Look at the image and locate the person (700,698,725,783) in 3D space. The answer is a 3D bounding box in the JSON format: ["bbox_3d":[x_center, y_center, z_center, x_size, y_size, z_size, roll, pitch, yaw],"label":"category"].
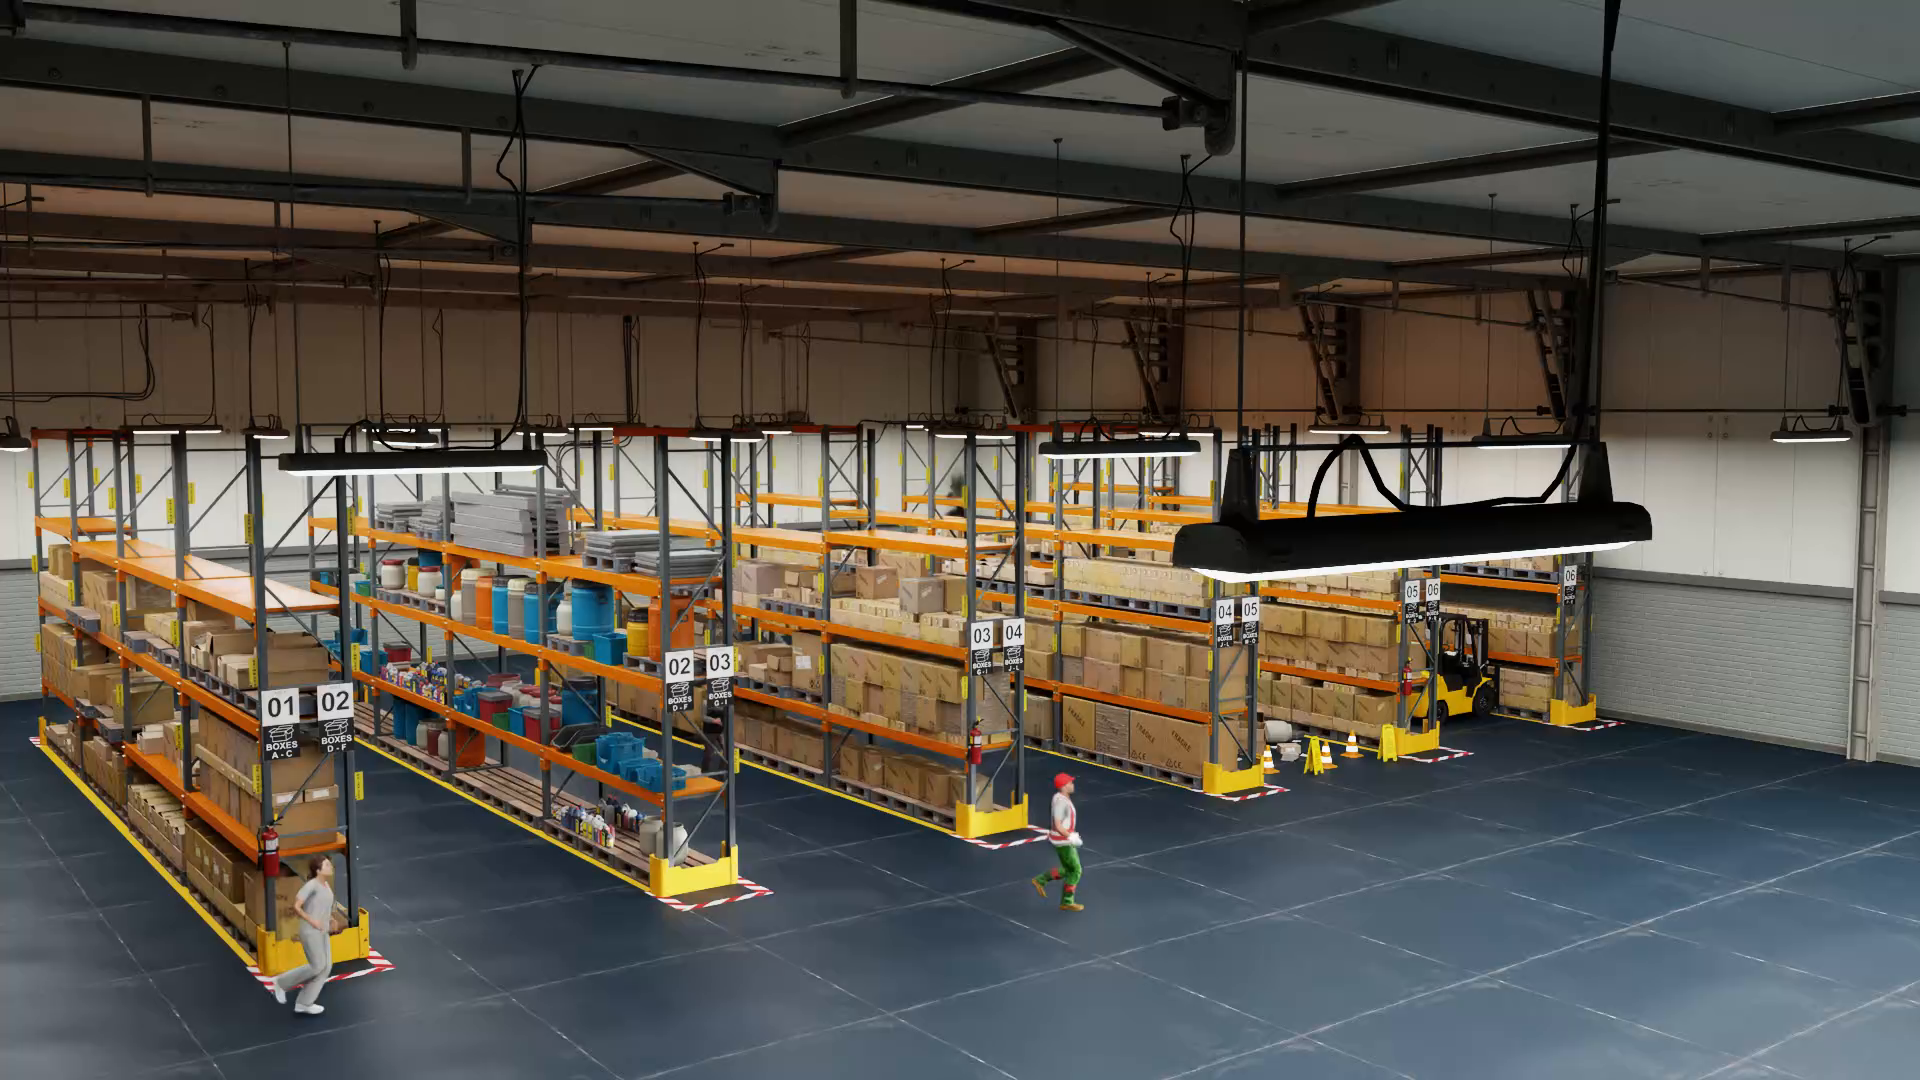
[{"bbox_3d":[-4.125,3.285,28.048,0.609,1.761,0.772,-4,6,-40],"label":"person"}]

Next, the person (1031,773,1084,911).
[{"bbox_3d":[1.233,3.813,21.032,0.672,1.750,0.675,0,4,0],"label":"person"}]

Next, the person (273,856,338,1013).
[{"bbox_3d":[-6.923,4.155,17.676,0.589,1.580,0.630,0,4,6],"label":"person"}]

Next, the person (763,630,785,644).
[{"bbox_3d":[-4.731,2.140,42.446,0.724,1.807,0.653,-3,5,-35],"label":"person"}]
